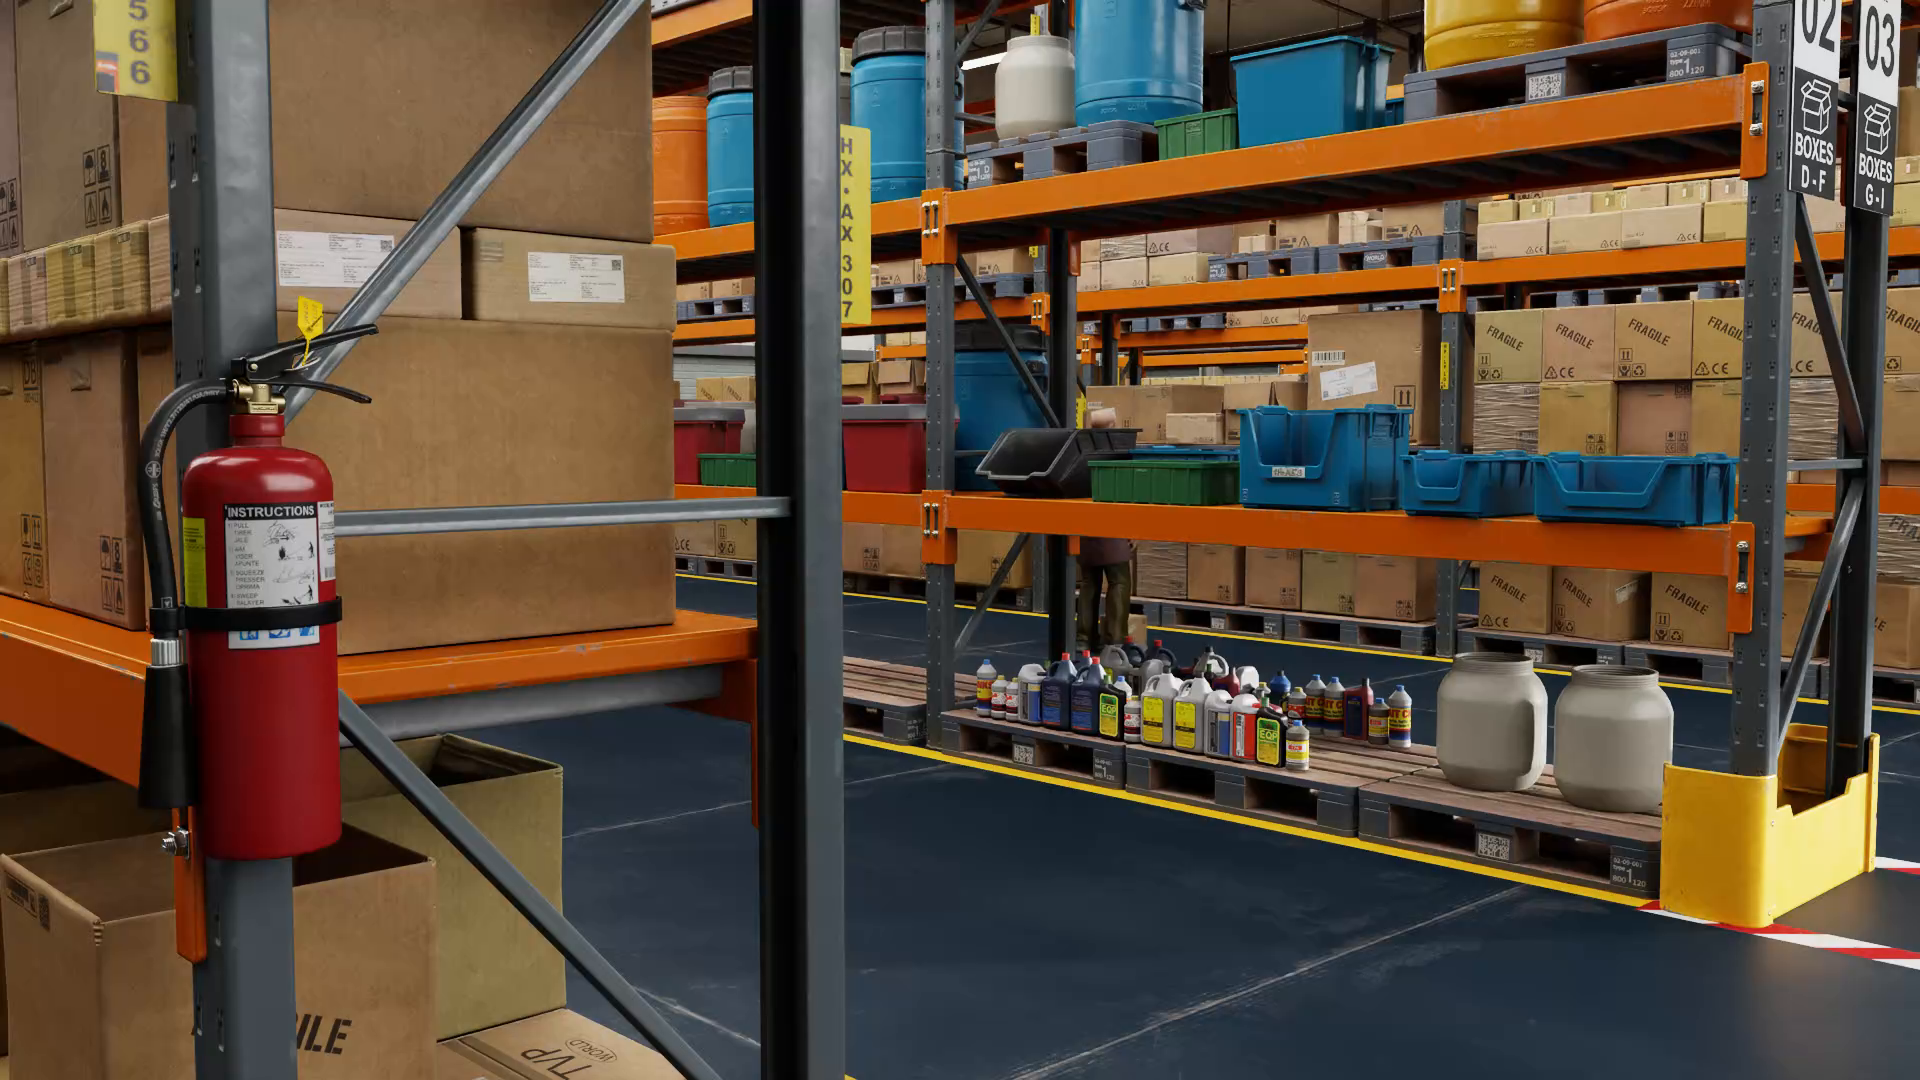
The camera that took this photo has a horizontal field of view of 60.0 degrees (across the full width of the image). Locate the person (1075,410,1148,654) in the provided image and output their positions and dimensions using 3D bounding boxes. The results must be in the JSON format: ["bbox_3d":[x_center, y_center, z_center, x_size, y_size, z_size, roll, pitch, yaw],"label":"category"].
[{"bbox_3d":[1.037,-0.061,12.169,0.644,1.772,0.429,4,5,43],"label":"person"}]
